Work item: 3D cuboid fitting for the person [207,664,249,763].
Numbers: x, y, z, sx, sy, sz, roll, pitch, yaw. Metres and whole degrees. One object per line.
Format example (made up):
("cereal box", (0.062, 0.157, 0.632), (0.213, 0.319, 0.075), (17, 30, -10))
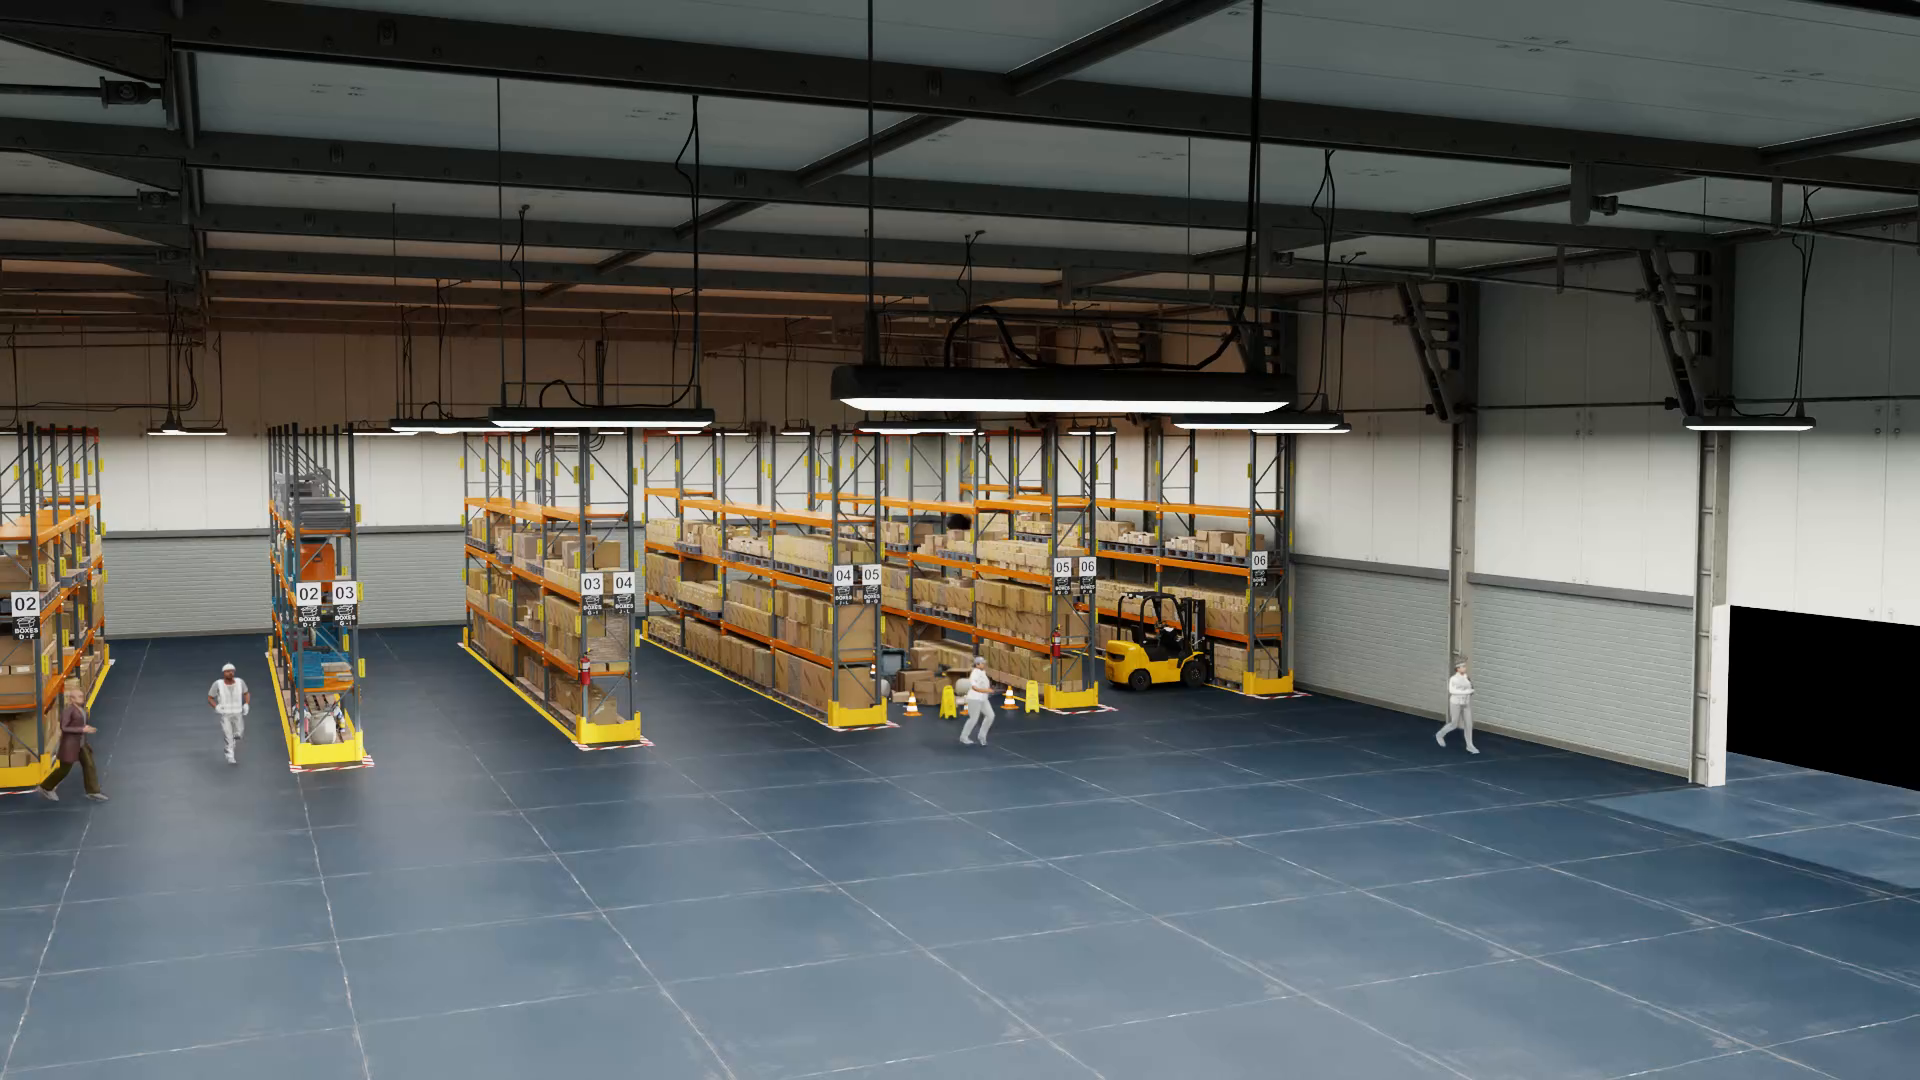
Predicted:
("person", (-12.955, 3.055, 29.475), (0.711, 1.743, 0.631), (-3, 5, -39))

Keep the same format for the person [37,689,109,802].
("person", (-13.916, 3.228, 26.039), (1.051, 1.788, 0.673), (0, 3, 4))

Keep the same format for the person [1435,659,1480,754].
("person", (9.092, 3.002, 30.306), (0.644, 1.679, 0.907), (-3, 4, -38))

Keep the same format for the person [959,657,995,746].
("person", (0.344, 3.022, 30.945), (0.712, 1.724, 0.615), (2, 4, 24))
